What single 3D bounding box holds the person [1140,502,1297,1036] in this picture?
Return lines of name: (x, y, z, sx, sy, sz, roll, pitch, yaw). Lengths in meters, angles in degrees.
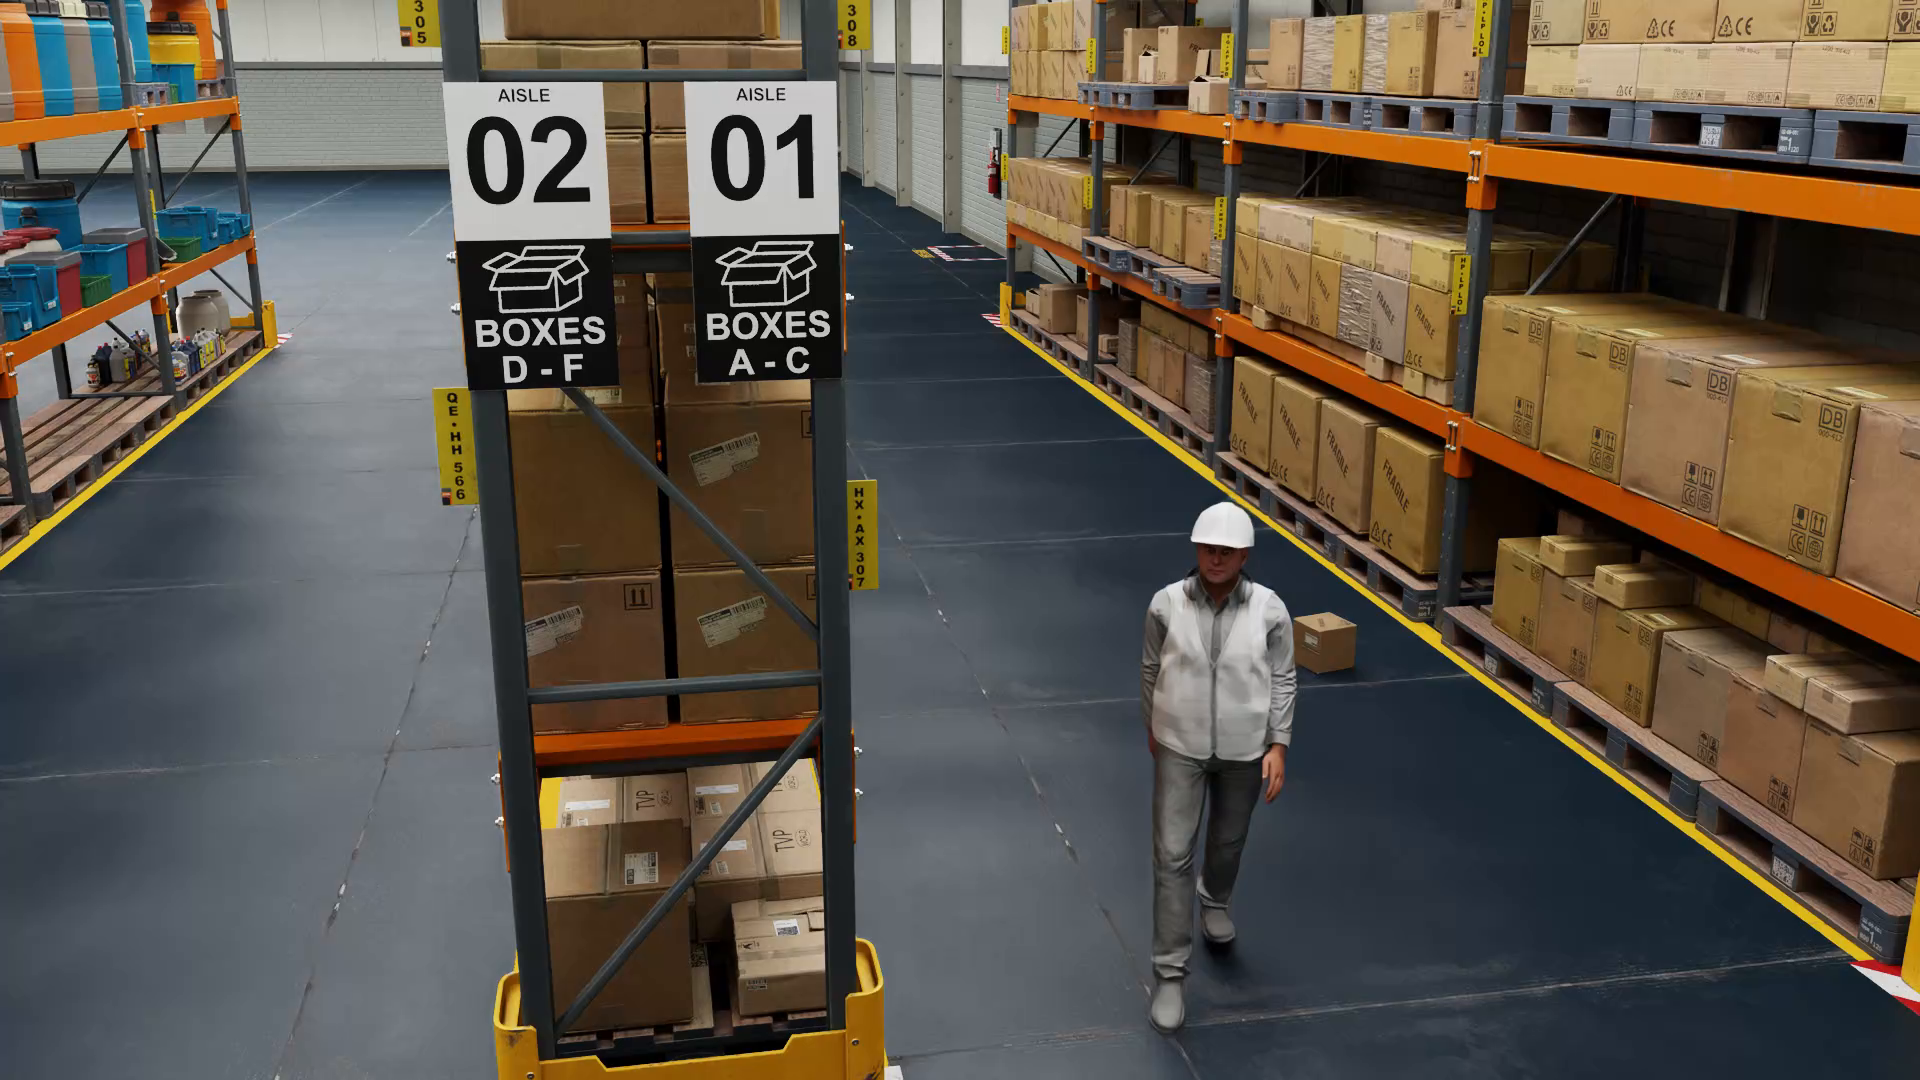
person: (0.904, 0.747, 5.886, 0.551, 1.753, 0.897, 2, 16, 7)
